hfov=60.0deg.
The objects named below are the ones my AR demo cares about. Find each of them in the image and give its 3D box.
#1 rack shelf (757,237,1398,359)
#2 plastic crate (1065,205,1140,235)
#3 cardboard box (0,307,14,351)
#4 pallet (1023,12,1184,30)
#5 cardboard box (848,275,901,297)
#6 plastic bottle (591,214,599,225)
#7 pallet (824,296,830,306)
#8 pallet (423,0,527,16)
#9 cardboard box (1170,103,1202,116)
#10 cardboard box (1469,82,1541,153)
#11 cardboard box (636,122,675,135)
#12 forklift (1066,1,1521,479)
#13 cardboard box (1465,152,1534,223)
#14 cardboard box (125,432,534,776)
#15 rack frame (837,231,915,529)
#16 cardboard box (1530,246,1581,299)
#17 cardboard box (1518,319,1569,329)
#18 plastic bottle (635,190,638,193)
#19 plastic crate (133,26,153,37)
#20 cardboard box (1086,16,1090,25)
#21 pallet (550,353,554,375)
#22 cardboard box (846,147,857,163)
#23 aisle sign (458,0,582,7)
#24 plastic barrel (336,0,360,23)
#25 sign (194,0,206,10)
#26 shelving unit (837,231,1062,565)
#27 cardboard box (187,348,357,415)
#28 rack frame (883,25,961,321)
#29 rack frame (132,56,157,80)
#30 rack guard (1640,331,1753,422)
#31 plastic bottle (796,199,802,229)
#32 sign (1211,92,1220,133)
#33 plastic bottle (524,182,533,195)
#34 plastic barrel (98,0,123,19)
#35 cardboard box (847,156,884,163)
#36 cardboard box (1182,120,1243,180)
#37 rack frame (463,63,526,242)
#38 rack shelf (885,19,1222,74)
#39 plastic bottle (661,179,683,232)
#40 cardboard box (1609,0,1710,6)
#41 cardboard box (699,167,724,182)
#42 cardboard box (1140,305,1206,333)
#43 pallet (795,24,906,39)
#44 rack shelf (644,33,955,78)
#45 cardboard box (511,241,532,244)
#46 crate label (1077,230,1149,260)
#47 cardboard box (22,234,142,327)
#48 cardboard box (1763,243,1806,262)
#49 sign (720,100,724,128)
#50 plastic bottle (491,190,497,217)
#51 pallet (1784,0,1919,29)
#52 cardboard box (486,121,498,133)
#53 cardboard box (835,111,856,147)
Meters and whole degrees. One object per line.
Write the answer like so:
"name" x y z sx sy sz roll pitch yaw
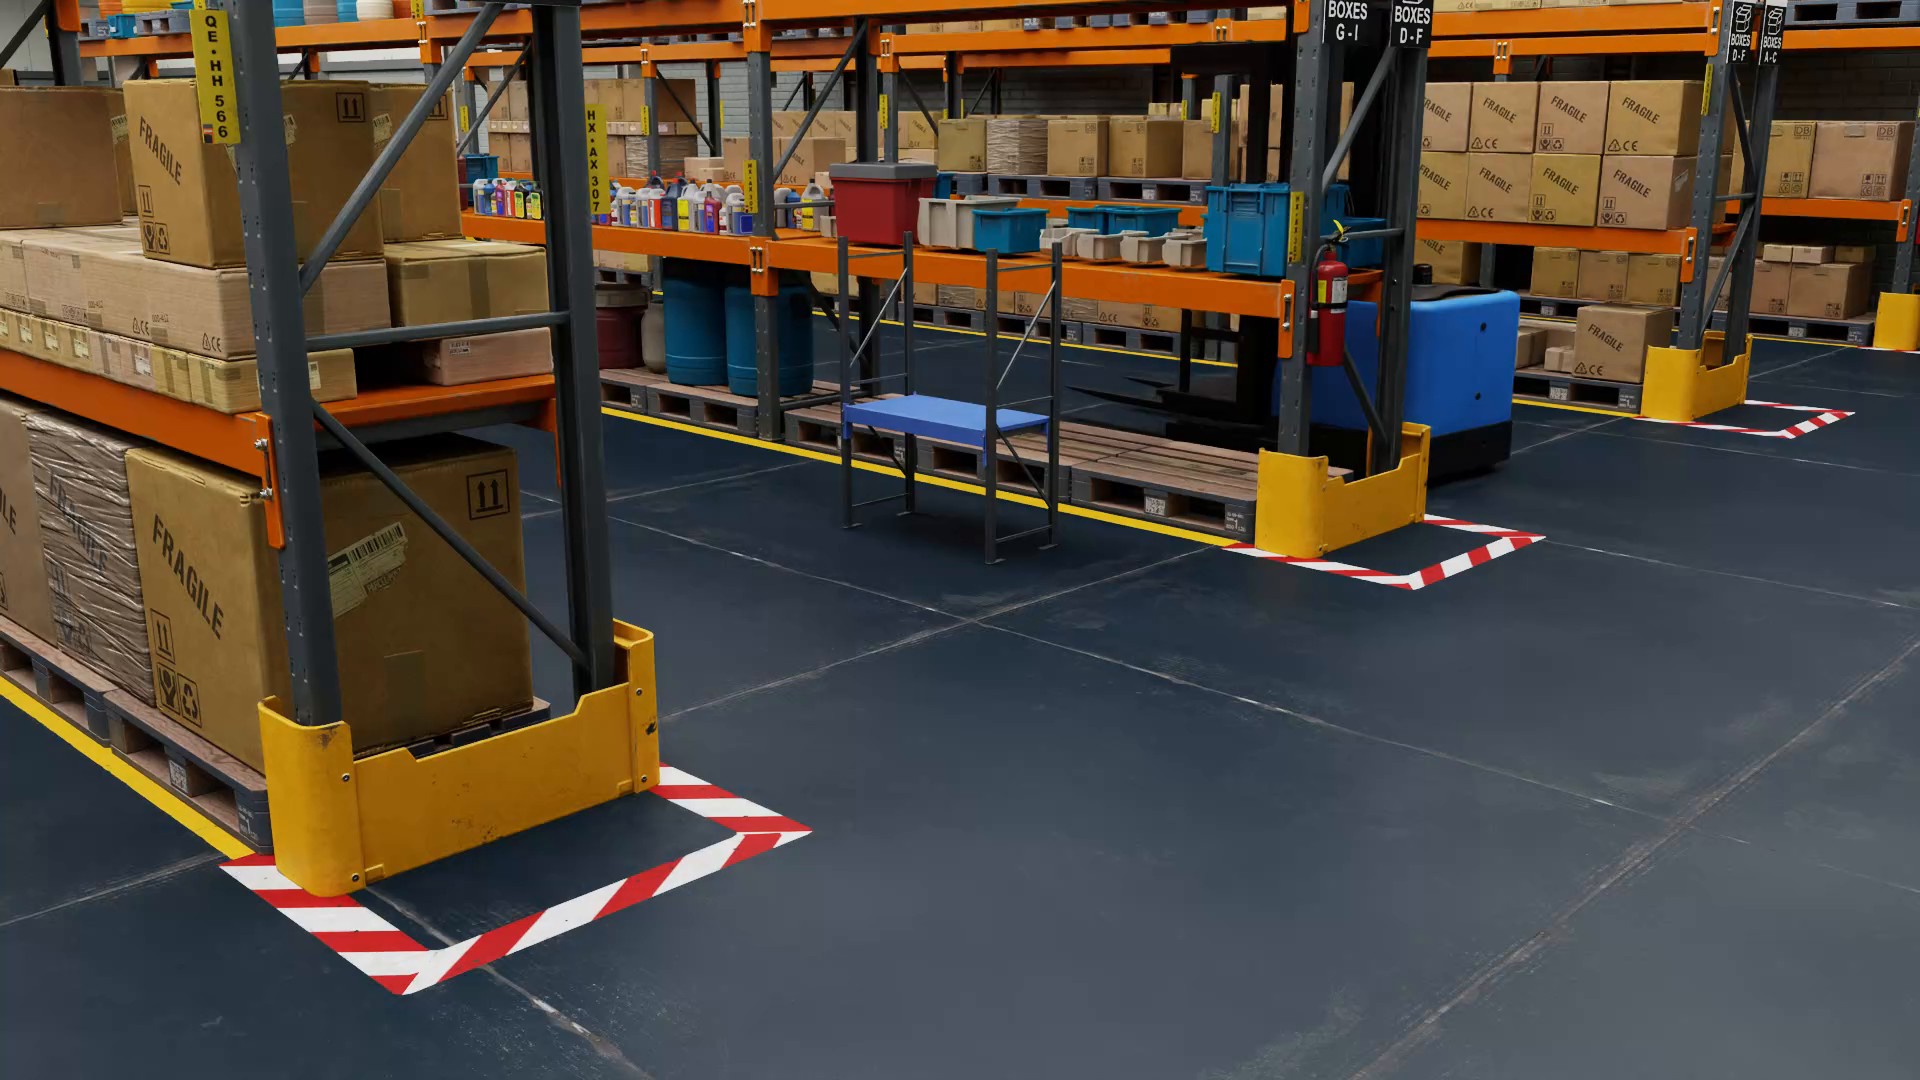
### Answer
"rack shelf" 0.504 -1.492 9.637 4.000 0.370 1.077 14 20 42
"plastic crate" 0.831 -1.824 9.697 0.300 0.233 0.416 14 20 42
"cardboard box" -3.268 -0.785 5.994 0.250 0.149 0.380 13 19 41
"pallet" 1.336 -4.757 15.164 1.003 0.211 1.213 14 20 42
"cardboard box" -0.922 -2.709 17.501 0.500 0.250 0.500 -14 20 -43
"plastic bottle" -2.617 -2.461 12.025 0.185 0.351 0.144 14 20 42
"pallet" -1.814 -2.804 18.775 1.213 0.211 1.003 14 20 42
"pallet" -3.332 -4.099 12.640 1.213 0.211 1.003 14 20 42
"cardboard box" 2.792 -5.319 20.538 0.250 0.149 0.380 11 18 35
"cardboard box" 4.133 -3.127 12.303 0.500 0.500 0.500 -14 20 -43
"cardboard box" -3.598 -4.860 19.650 0.250 0.149 0.380 14 20 42
"forklift" 1.983 -2.050 10.485 1.130 2.935 3.031 -12 19 -39
"cardboard box" 4.142 -2.645 12.434 0.500 0.500 0.500 14 20 43
"cardboard box" -2.010 0.136 5.341 0.875 0.875 0.875 14 20 42
"rack frame" -0.427 -0.830 8.642 0.032 1.500 0.500 14 20 42
"cardboard box" 6.408 -2.833 17.479 0.500 0.500 0.700 14 20 43
"cardboard box" 4.470 -1.593 13.176 0.500 0.250 0.500 14 20 42
"plastic bottle" -2.501 -2.618 12.924 0.097 0.201 0.097 0 15 0
"plastic crate" -8.131 -5.122 16.714 0.396 0.136 0.243 14 20 42
"cardboard box" 1.408 -6.766 21.469 0.500 0.500 0.500 13 19 40
"pallet" -3.219 -1.411 13.427 1.213 0.211 1.003 14 20 42
"cardboard box" -1.458 -5.615 24.292 0.500 0.250 0.500 14 20 43
"aisle sign" -1.234 -1.891 4.585 0.004 0.787 0.394 14 20 42
"plastic barrel" -5.236 -5.006 14.752 0.708 0.901 0.600 14 20 42
"sign" -7.084 -4.948 15.507 0.005 0.325 0.100 14 20 42
"shelving unit" -0.061 -0.741 8.300 1.048 1.500 0.538 14 20 42
"cardboard box" -1.979 -0.472 4.794 0.380 0.149 0.250 -14 20 -43
"rack frame" -0.374 -3.789 17.024 0.127 3.000 1.000 14 20 42
"rack frame" -9.574 -4.290 18.949 0.127 3.000 1.000 14 20 42
"rack guard" 5.330 -1.192 12.017 0.348 0.500 1.175 14 20 42
"plastic bottle" -1.095 -2.276 11.612 0.097 0.201 0.097 0 15 0
"sign" 2.122 -3.548 13.802 0.005 0.325 0.100 14 20 42
"plastic bottle" -3.288 -2.598 12.711 0.097 0.271 0.097 0 15 0
"plastic barrel" -9.136 -6.091 18.226 0.708 0.830 0.600 14 20 42
"cardboard box" -0.884 -3.937 17.771 0.500 0.311 0.500 13 20 42
"cardboard box" 2.319 -3.464 14.746 0.500 0.500 0.700 7 16 24
"rack frame" -6.133 -5.189 22.397 0.127 3.000 1.000 14 20 42
"rack shelf" 1.065 -4.542 15.393 4.000 0.370 1.077 14 20 42
"plastic bottle" -1.958 -2.300 11.409 0.185 0.351 0.144 14 20 42
"cardboard box" 4.832 -3.810 11.453 0.500 0.250 0.500 14 20 42
"cardboard box" -2.758 -4.175 19.005 0.250 0.149 0.380 14 20 42
"cardboard box" 1.951 -2.126 14.729 0.500 0.500 0.500 14 20 42
"pallet" -0.925 -5.251 17.063 1.213 0.211 1.003 -13 20 -42
"rack shelf" -1.814 -5.242 18.080 4.000 0.370 1.077 14 20 42
"cardboard box" -5.539 -3.840 21.843 0.500 0.250 0.500 14 20 42
"crate label" 0.815 -1.599 9.025 0.243 0.136 0.396 14 20 42
"cardboard box" -2.758 -0.877 5.557 0.500 0.250 0.500 13 19 40
"cardboard box" 7.844 -2.734 15.815 0.380 0.149 0.250 -14 20 -43
"sign" -2.884 -5.111 19.959 0.005 0.325 0.100 14 20 42
"plastic bottle" -3.594 -2.618 12.923 0.097 0.201 0.097 0 15 0
"pallet" 8.279 -4.825 15.228 1.213 0.211 1.003 14 20 42
"cardboard box" -6.000 -5.443 21.889 0.250 0.149 0.380 13 20 42
"cardboard box" -1.466 -5.982 24.214 0.500 0.500 0.500 -14 20 -42
